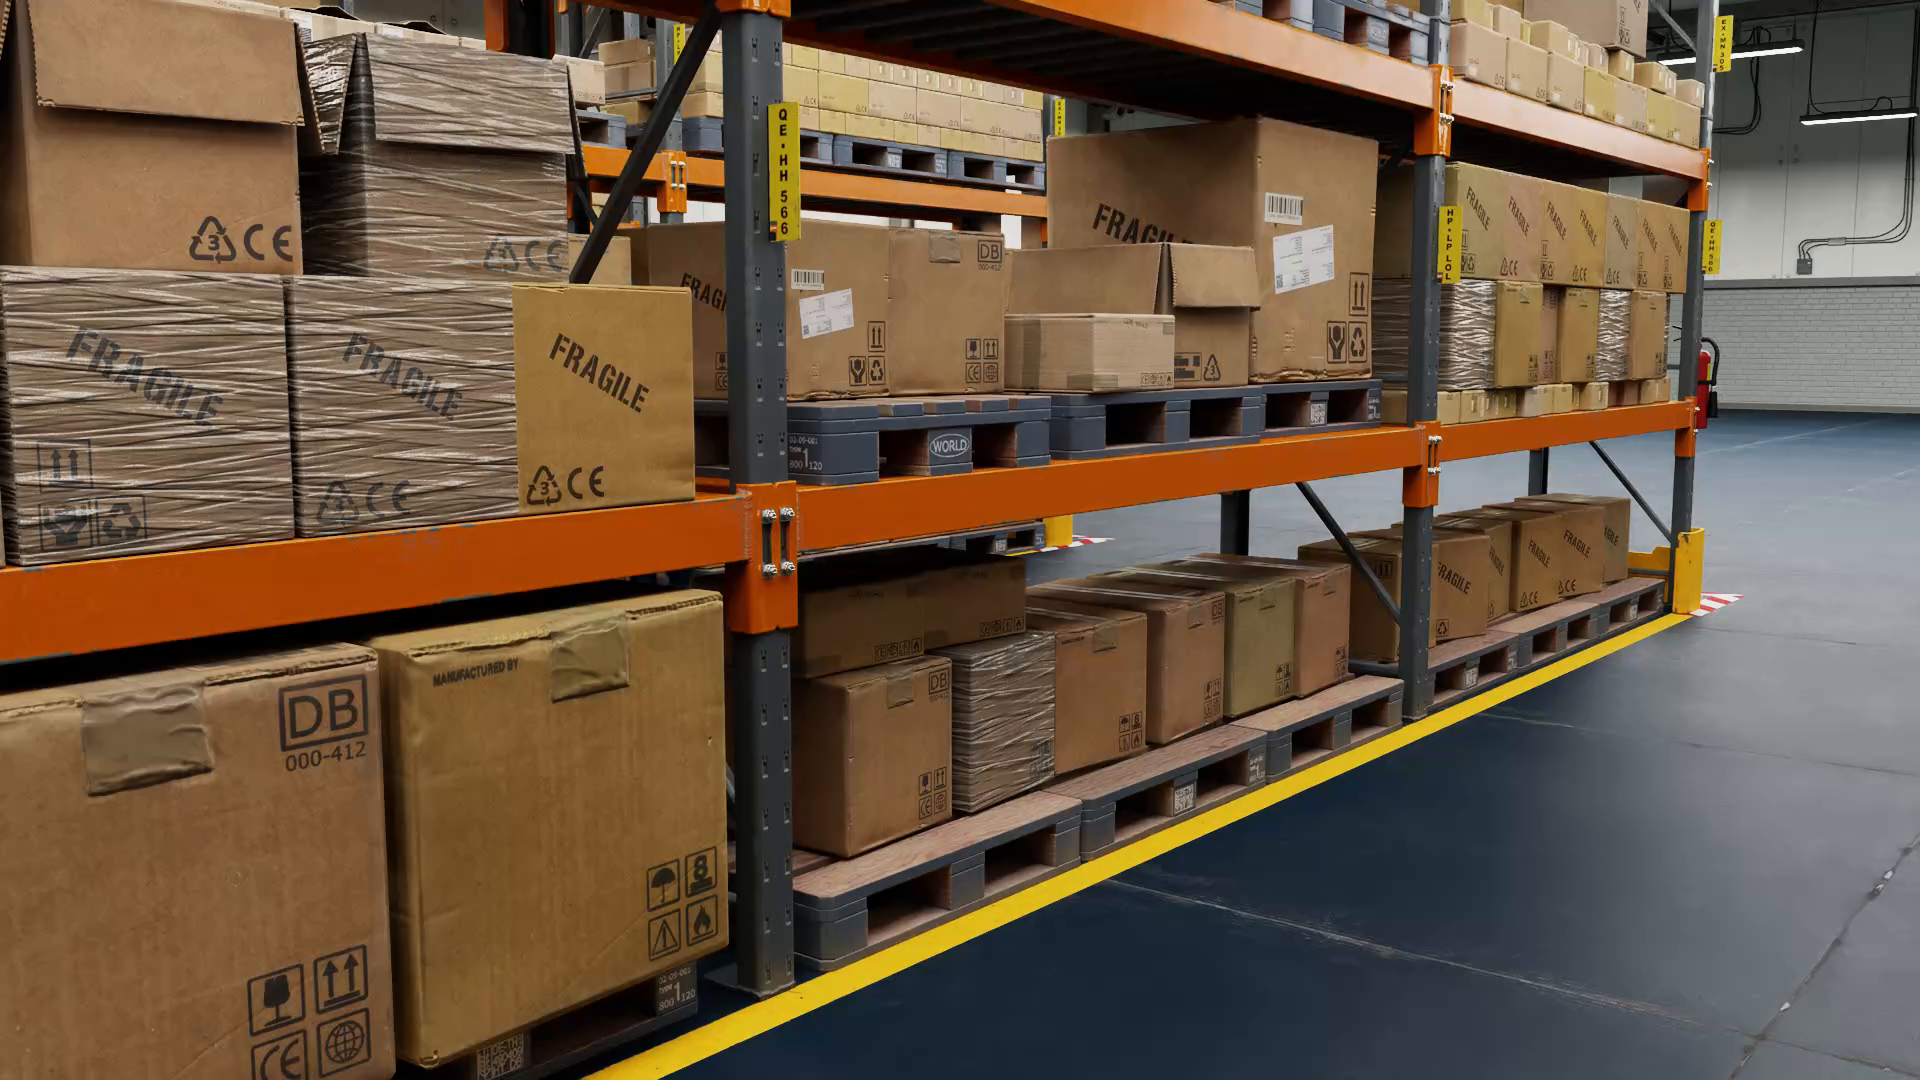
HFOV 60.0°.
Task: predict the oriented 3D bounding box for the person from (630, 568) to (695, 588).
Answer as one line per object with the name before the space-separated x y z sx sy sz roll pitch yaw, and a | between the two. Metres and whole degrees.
person | -1.466 -0.091 8.032 0.476 1.597 0.496 -2 7 -16
